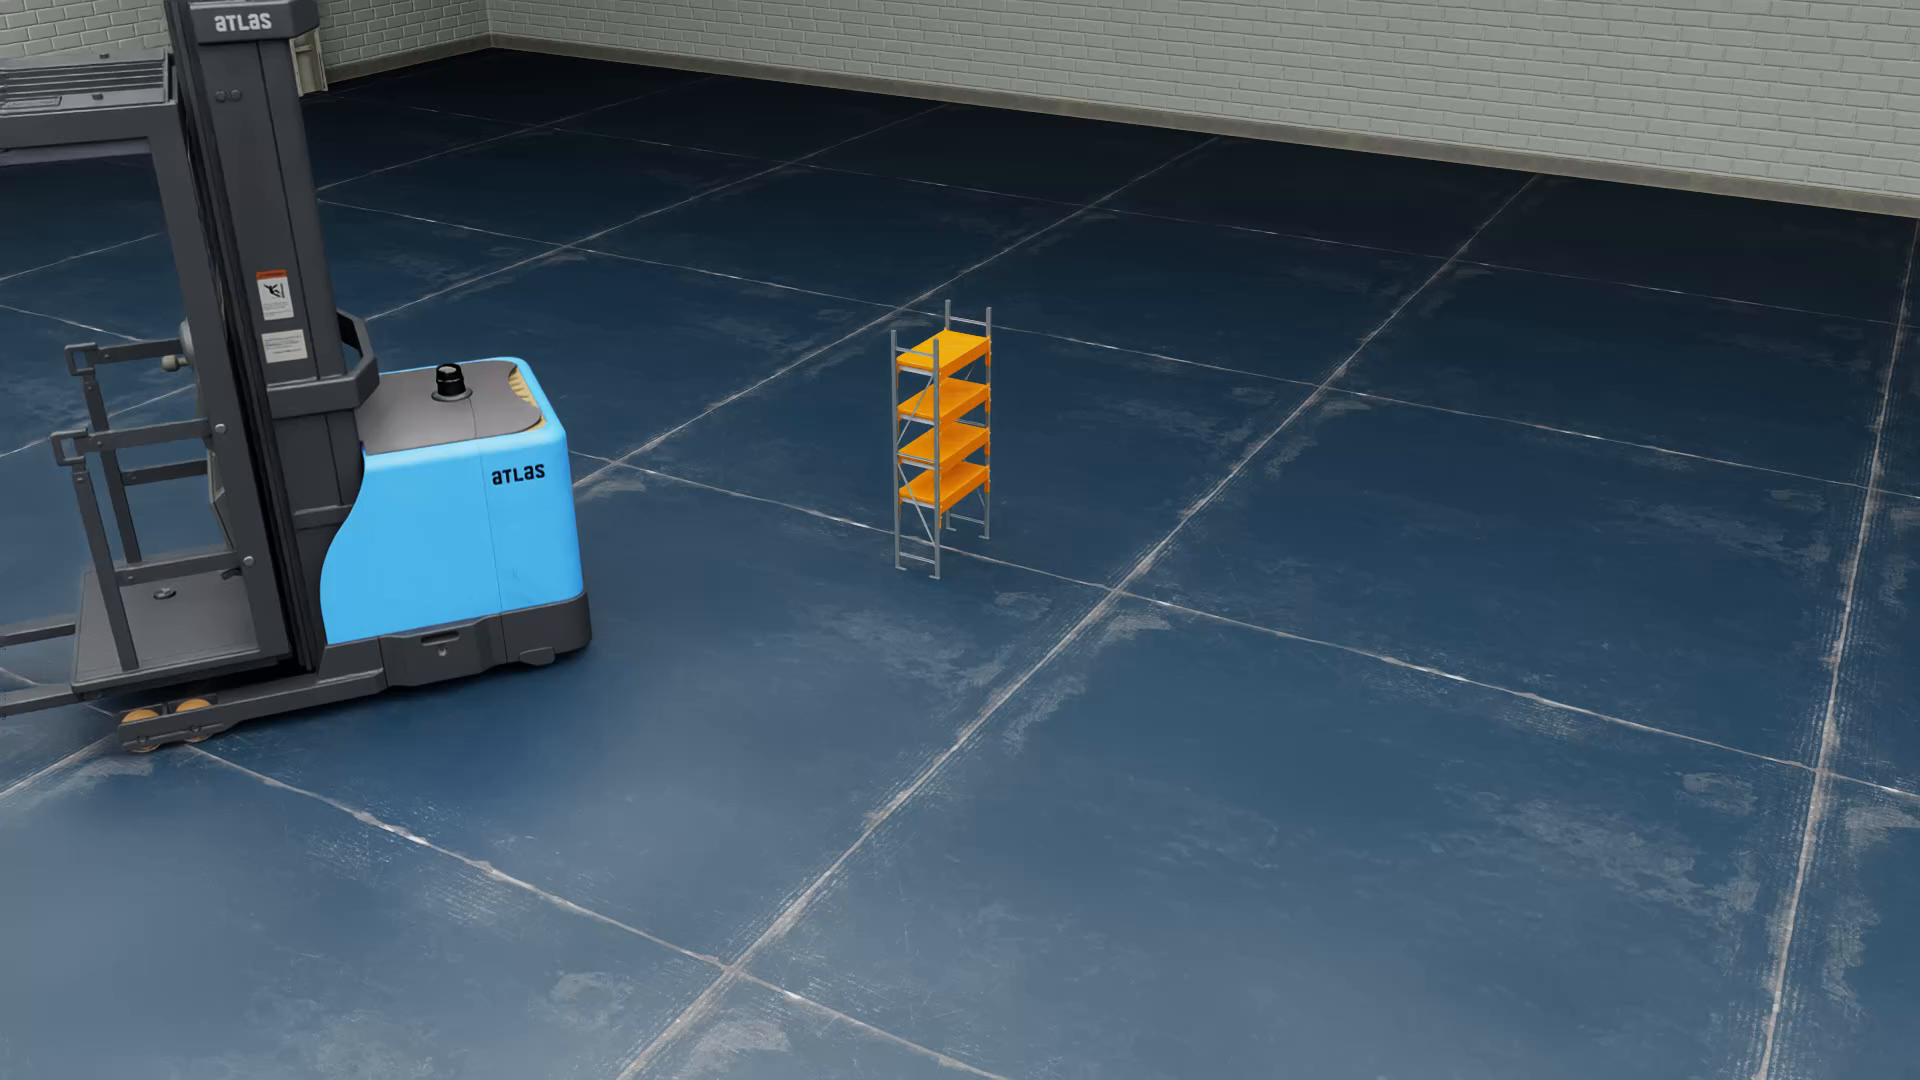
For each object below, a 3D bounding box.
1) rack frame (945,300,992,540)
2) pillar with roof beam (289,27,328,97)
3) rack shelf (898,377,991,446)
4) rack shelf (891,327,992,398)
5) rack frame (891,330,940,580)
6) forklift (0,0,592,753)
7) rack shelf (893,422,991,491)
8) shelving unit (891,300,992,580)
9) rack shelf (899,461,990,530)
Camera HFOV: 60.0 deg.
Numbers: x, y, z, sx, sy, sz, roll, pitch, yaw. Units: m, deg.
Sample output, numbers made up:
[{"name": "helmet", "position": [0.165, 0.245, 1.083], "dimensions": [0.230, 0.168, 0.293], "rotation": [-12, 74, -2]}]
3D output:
[{"name": "rack frame", "position": [0.039, -0.567, 8.043], "dimensions": [0.240, 1.200, 0.015], "rotation": [14, 30, 26]}, {"name": "pillar with roof beam", "position": [-3.299, -7.890, 13.958], "dimensions": [9.100, 9.000, 0.400], "rotation": [14, 30, 26]}, {"name": "rack shelf", "position": [-0.081, -0.612, 7.783], "dimensions": [0.258, 0.148, 0.480], "rotation": [14, 30, 26]}, {"name": "rack shelf", "position": [-0.081, -0.823, 7.677], "dimensions": [0.258, 0.148, 0.480], "rotation": [14, 30, 26]}, {"name": "rack frame", "position": [-0.201, -0.377, 7.663], "dimensions": [0.240, 1.200, 0.015], "rotation": [14, 30, 26]}, {"name": "forklift", "position": [-3.166, -0.739, 6.453], "dimensions": [3.031, 2.935, 1.130], "rotation": [-11, 29, -21]}, {"name": "rack shelf", "position": [-0.081, -0.412, 7.883], "dimensions": [0.258, 0.148, 0.480], "rotation": [14, 30, 26]}, {"name": "shelving unit", "position": [-0.081, -0.472, 7.853], "dimensions": [0.258, 1.200, 0.503], "rotation": [14, 30, 26]}, {"name": "rack shelf", "position": [-0.081, -0.234, 7.972], "dimensions": [0.258, 0.148, 0.480], "rotation": [14, 30, 26]}]
